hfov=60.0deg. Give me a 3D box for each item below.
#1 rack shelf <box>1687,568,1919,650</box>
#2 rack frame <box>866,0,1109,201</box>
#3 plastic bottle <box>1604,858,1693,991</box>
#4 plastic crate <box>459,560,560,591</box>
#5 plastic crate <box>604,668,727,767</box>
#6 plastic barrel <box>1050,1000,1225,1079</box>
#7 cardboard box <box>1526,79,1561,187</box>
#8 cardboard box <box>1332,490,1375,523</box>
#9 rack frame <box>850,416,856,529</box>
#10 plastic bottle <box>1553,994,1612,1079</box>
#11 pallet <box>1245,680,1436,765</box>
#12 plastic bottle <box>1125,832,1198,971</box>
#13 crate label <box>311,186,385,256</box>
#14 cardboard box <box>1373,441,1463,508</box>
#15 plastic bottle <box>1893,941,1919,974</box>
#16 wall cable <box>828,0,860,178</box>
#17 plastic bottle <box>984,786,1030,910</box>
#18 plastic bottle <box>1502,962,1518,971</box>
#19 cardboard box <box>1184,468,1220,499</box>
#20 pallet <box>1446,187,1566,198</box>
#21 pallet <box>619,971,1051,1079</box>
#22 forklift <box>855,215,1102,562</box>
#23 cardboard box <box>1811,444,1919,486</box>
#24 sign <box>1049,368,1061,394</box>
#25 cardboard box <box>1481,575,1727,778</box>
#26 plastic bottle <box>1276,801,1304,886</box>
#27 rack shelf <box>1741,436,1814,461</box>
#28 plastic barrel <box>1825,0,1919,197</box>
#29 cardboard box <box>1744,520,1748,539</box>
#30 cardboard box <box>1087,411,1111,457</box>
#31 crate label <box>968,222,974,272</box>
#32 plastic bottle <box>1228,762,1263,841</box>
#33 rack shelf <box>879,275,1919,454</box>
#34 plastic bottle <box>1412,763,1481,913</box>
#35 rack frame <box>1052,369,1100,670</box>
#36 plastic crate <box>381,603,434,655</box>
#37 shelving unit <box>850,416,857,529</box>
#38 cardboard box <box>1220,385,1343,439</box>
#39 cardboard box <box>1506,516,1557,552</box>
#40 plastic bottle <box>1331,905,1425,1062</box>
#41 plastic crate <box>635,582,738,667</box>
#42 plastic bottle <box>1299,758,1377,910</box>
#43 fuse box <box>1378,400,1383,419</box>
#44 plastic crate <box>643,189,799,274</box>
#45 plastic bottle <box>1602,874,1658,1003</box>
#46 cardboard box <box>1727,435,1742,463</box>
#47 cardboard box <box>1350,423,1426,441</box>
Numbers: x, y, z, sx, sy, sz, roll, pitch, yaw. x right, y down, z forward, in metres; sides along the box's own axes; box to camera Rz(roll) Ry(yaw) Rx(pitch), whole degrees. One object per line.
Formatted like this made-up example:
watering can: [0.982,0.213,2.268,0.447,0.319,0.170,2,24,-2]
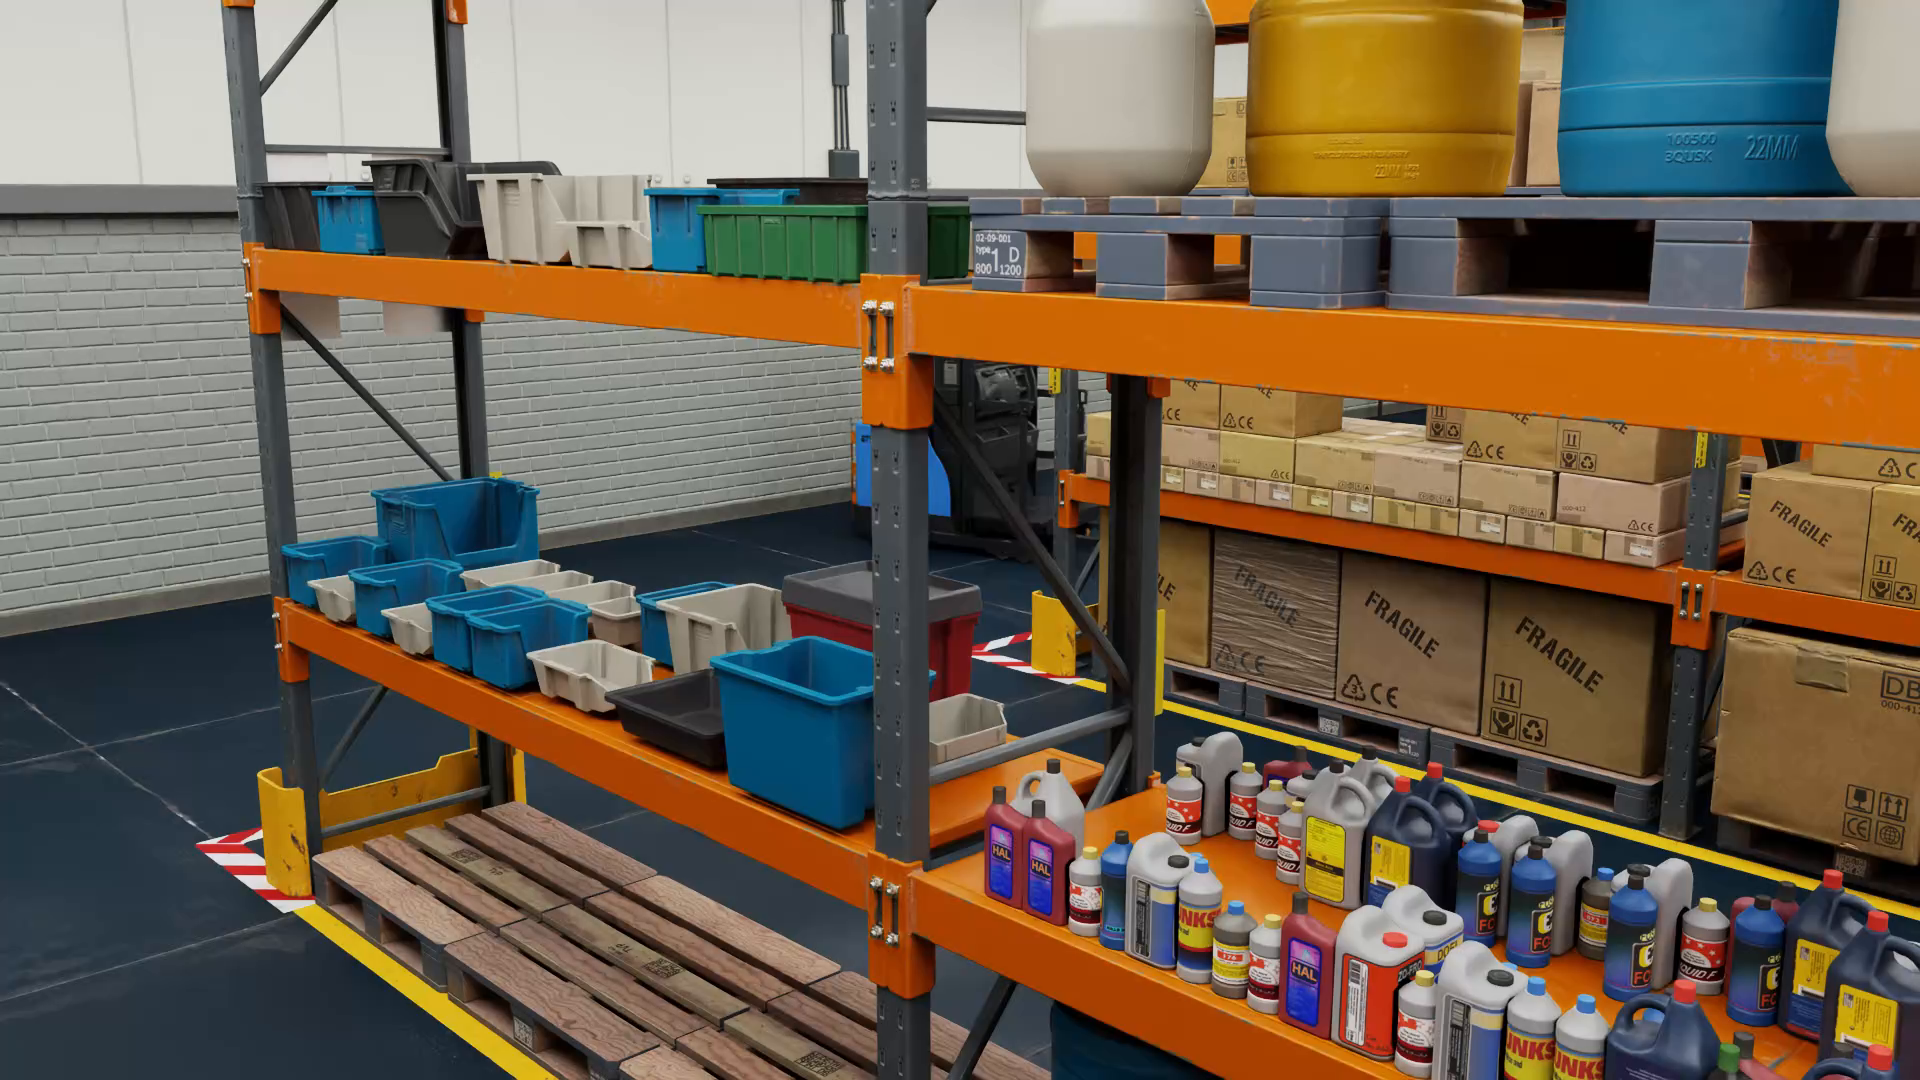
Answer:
rack shelf: [5.141,0.539,6.644,1.077,0.370,4.000,-11,16,-43]
rack frame: [0.178,-2.353,4.033,1.000,3.000,0.127,-11,16,-43]
plastic bottle: [1.537,0.839,3.715,0.152,0.276,0.135,-11,16,-43]
plastic crate: [-1.891,0.195,7.037,0.396,0.136,0.243,-11,16,-43]
plastic crate: [-0.790,0.564,5.271,0.437,0.125,0.590,-11,16,-43]
plastic barrel: [0.541,1.489,4.411,0.600,0.901,0.708,-11,16,-43]
cardboard box: [3.176,-1.984,8.137,0.500,0.500,0.700,11,16,42]
cardboard box: [2.250,-0.206,9.099,0.380,0.149,0.250,-11,16,-42]
rack frame: [-0.946,-0.632,15.375,0.008,1.050,0.200,7,14,32]
plastic bottle: [1.149,0.973,3.076,0.097,0.271,0.097,0,12,0]
pallet: [2.445,0.961,9.726,1.003,0.211,1.213,-11,16,-43]
plastic bottle: [0.474,0.820,3.806,0.152,0.276,0.135,-11,16,-43]
crate label: [-2.181,-1.215,6.312,0.408,0.251,0.502,-11,16,-43]
cardboard box: [2.553,-0.355,8.835,0.500,0.250,0.500,-10,16,-41]
plastic bottle: [1.917,0.919,3.325,0.152,0.276,0.135,-11,16,-43]
wall cable: [-0.414,-6.508,16.229,2.277,5.999,0.120,-11,16,-43]
plastic bottle: [0.122,0.755,4.102,0.061,0.283,0.133,-11,16,-43]
plastic bottle: [1.099,0.952,3.350,0.097,0.201,0.097,0,12,0]
cardboard box: [1.540,-0.356,9.827,0.380,0.149,0.250,-11,16,-43]
pallet: [3.202,-1.652,8.281,1.003,0.211,1.213,-11,16,-43]
pallet: [-0.358,1.849,5.414,1.003,0.211,1.213,-11,16,-43]
forklift: [0.573,-1.370,14.297,3.031,2.935,1.130,7,14,32]
cardboard box: [4.207,-0.553,7.430,0.637,0.503,0.797,11,16,44]
sign: [0.592,-1.075,10.355,0.100,0.325,0.005,-11,16,-43]
cardboard box: [3.362,0.622,8.682,0.875,0.875,0.875,-11,16,-43]
plastic bottle: [0.859,0.768,4.241,0.097,0.201,0.097,0,12,0]
rack shelf: [6.036,-0.721,12.761,1.077,0.370,4.000,-11,16,-43]
plastic barrel: [1.607,-0.810,2.600,0.433,0.535,0.433,0,12,0]
cardboard box: [6.029,-0.078,12.407,0.250,0.149,0.380,11,16,43]
cardboard box: [1.134,-0.654,10.284,0.500,0.250,0.500,11,16,44]
crate label: [0.049,-0.867,4.904,0.293,0.136,0.466,-11,16,-43]
plastic bottle: [0.784,0.708,4.534,0.097,0.201,0.097,0,12,0]
rack shelf: [1.559,-0.240,2.991,1.077,0.370,4.000,-11,16,-43]
plastic bottle: [1.177,0.725,4.083,0.144,0.351,0.185,-11,16,-43]
rack frame: [0.998,-0.689,10.822,1.000,3.000,0.127,-11,16,-43]
plastic crate: [-2.022,0.340,6.331,0.250,0.136,0.298,-11,16,-43]
shelving unit: [-0.843,-0.619,15.311,0.252,1.050,0.215,7,14,32]
cardboard box: [1.841,-0.873,9.492,0.500,0.500,0.500,11,16,44]
cardboard box: [2.957,-0.056,8.372,0.380,0.149,0.250,-11,16,-44]
plastic bottle: [0.861,0.902,3.409,0.152,0.276,0.135,-11,16,-43]
plastic crate: [-0.981,0.318,6.201,0.416,0.233,0.300,-11,16,-43]
plastic bottle: [0.945,0.718,4.116,0.144,0.351,0.185,-11,16,-43]
fuse box: [5.874,-2.530,22.951,0.539,1.711,0.414,-11,16,-43]
plastic crate: [-0.682,-0.891,4.782,0.416,0.233,0.300,-11,16,-43]
plastic bottle: [1.460,0.861,3.618,0.097,0.271,0.097,0,12,0]
cardboard box: [3.614,-0.650,8.410,0.500,0.500,0.500,-11,16,-43]
cardboard box: [2.588,-0.504,9.557,0.500,0.250,0.500,-11,16,-42]
